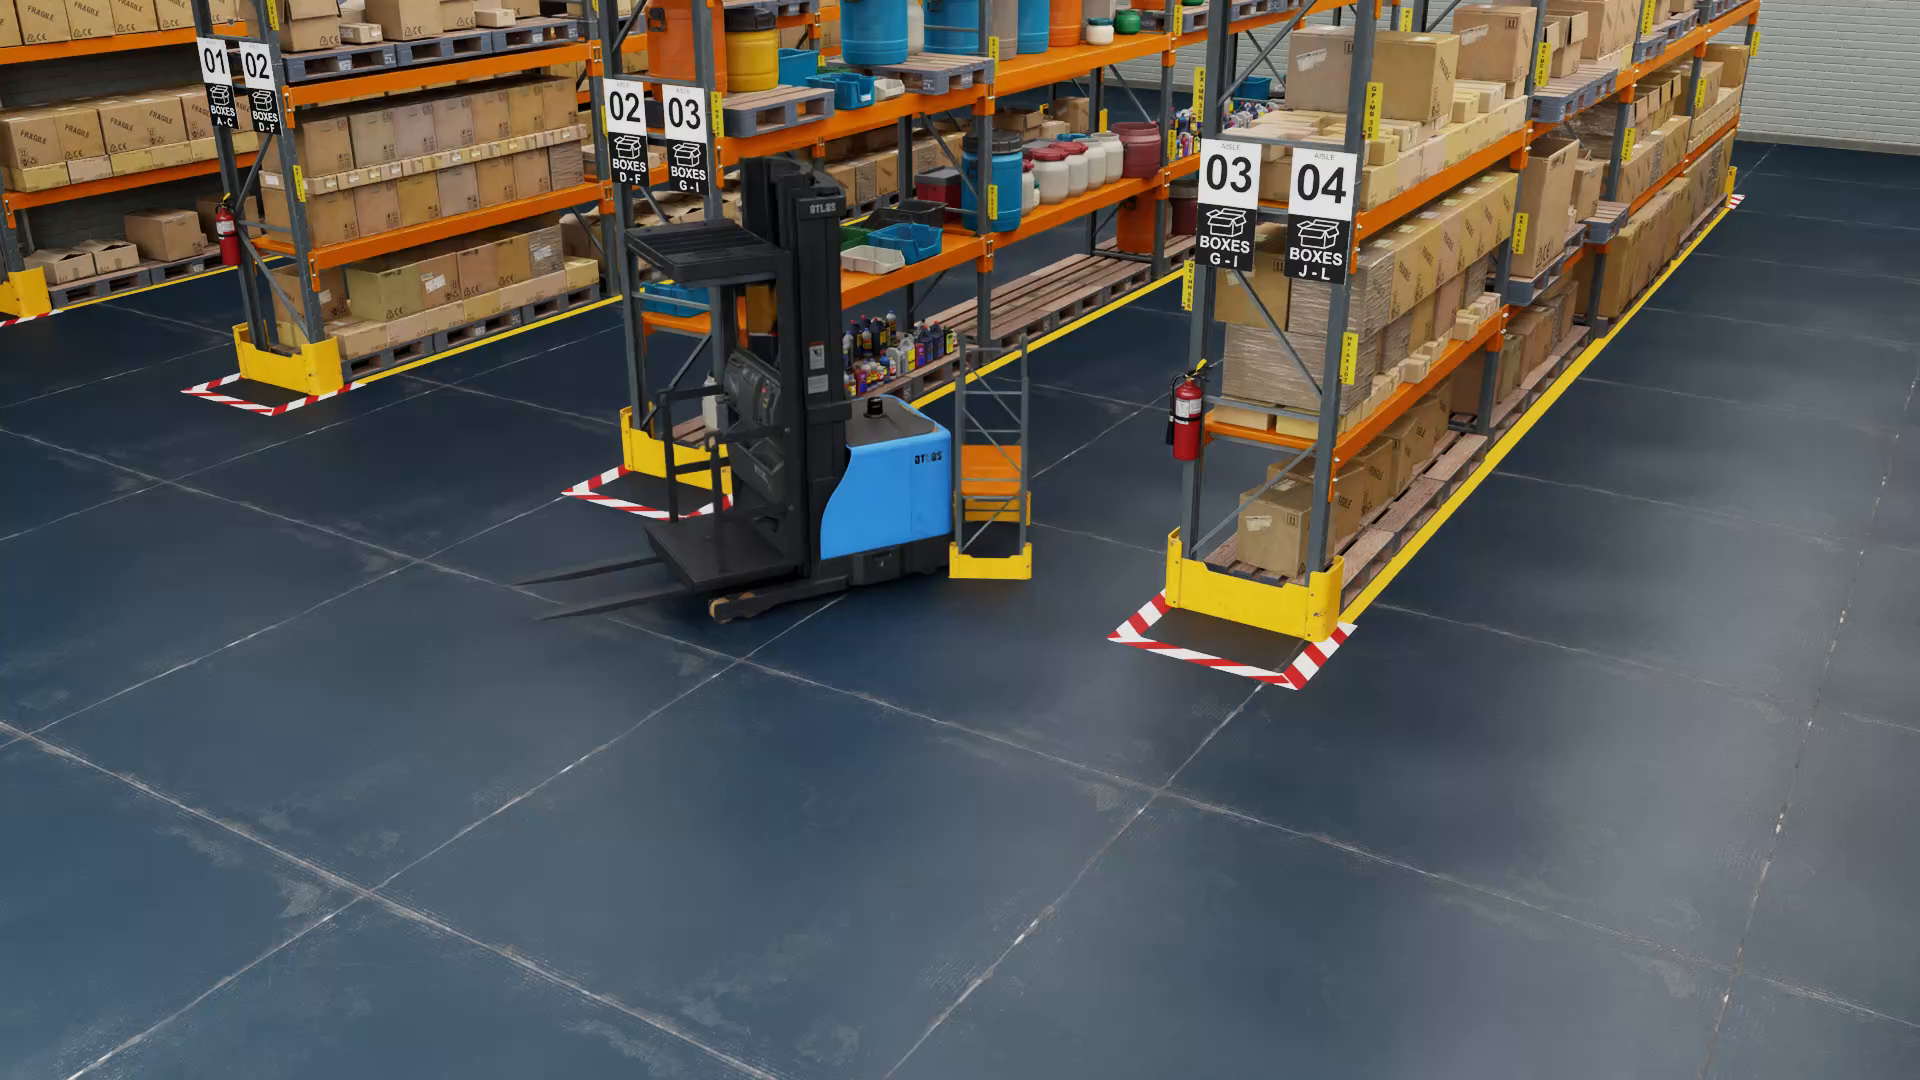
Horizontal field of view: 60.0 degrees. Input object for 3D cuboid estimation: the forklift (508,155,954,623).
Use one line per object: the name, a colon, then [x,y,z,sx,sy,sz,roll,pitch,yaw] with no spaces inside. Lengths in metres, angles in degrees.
forklift: [-1.594,-1.020,11.251,3.031,2.935,1.130,-12,26,-25]

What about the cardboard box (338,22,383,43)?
cardboard box: [-5.695,-4.798,15.730,0.380,0.149,0.250,14,27,29]

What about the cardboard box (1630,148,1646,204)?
cardboard box: [6.926,-3.870,17.625,0.500,0.500,0.500,13,27,28]

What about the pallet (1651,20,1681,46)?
pallet: [7.051,-5.439,17.837,1.003,0.211,1.213,15,28,31]

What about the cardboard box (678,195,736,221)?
cardboard box: [-3.116,-4.065,20.426,0.500,0.311,0.500,15,27,30]

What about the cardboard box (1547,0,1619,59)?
cardboard box: [5.594,-4.642,15.002,0.500,0.500,0.500,14,27,30]

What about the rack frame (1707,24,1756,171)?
rack frame: [10.389,-6.243,23.231,1.000,3.000,0.127,14,27,29]

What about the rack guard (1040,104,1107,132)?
rack guard: [1.935,-7.148,28.467,1.175,0.500,0.348,14,27,29]

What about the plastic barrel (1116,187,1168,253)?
plastic barrel: [2.204,-3.946,20.129,0.600,0.830,0.708,14,27,29]

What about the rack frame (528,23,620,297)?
rack frame: [-4.355,-4.270,18.674,1.000,3.000,0.127,14,27,29]

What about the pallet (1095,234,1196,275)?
pallet: [2.341,-3.576,20.580,1.003,0.211,1.213,14,27,29]

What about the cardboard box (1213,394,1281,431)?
cardboard box: [1.924,-0.867,11.129,0.380,0.149,0.250,14,27,29]

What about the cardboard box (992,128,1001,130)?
cardboard box: [0.320,-6.443,26.524,0.500,0.311,0.500,14,27,29]

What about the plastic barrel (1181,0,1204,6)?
plastic barrel: [2.715,-6.388,19.458,0.294,0.245,0.294,0,23,0]

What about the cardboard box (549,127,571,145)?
cardboard box: [-4.449,-4.394,18.018,0.380,0.149,0.250,13,27,28]

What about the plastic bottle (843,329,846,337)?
plastic bottle: [-1.149,-1.890,16.041,0.061,0.283,0.133,15,28,31]

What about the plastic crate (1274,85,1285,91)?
plastic crate: [4.734,-6.488,24.054,0.293,0.136,0.466,14,27,29]

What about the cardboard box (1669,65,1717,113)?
cardboard box: [9.015,-5.577,20.564,0.500,0.500,0.500,14,27,29]

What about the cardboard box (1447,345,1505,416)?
cardboard box: [4.401,-1.450,14.753,0.700,0.500,0.500,12,26,25]

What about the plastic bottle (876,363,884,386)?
plastic bottle: [-0.752,-1.528,15.308,0.097,0.201,0.097,0,23,0]

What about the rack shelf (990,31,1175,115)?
rack shelf: [0.906,-4.952,17.379,1.077,0.370,4.000,14,27,29]

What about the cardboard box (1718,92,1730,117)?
cardboard box: [9.822,-5.749,21.903,0.500,0.250,0.500,13,27,27]

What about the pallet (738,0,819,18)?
pallet: [-2.527,-6.662,20.662,1.213,0.211,1.003,15,28,31]

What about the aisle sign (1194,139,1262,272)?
aisle sign: [1.661,-2.078,10.337,0.394,0.787,0.004,14,27,29]

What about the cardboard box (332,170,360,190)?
cardboard box: [-5.938,-3.441,15.815,0.380,0.149,0.250,13,27,28]

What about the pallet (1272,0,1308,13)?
pallet: [3.740,-6.936,21.293,1.213,0.211,1.003,14,27,29]

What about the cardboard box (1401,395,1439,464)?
cardboard box: [3.518,-0.917,13.546,0.500,0.500,0.500,-18,29,-36]

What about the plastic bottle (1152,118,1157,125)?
plastic bottle: [2.415,-5.139,20.828,0.061,0.283,0.133,14,27,29]

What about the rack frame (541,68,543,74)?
rack frame: [-6.456,-6.657,24.187,1.000,3.000,0.127,14,27,29]

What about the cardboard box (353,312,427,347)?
cardboard box: [-5.733,-2.155,16.720,0.500,0.250,0.500,14,27,29]

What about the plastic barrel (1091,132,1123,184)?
plastic barrel: [1.600,-4.240,18.464,0.421,0.512,0.421,0,23,0]

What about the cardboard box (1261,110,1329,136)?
cardboard box: [2.230,-2.761,11.099,0.380,0.149,0.250,14,27,29]

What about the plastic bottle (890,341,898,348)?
plastic bottle: [-0.616,-1.747,15.712,0.061,0.283,0.133,14,27,29]

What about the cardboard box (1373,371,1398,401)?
cardboard box: [2.847,-1.107,11.683,0.380,0.149,0.250,14,27,29]

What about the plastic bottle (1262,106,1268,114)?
plastic bottle: [3.945,-5.550,21.786,0.152,0.276,0.135,14,27,29]

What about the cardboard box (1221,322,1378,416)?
cardboard box: [2.262,-1.205,11.093,0.875,0.500,0.500,14,27,29]

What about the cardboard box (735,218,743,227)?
cardboard box: [-2.852,-3.979,20.933,0.500,0.250,0.500,15,27,30]

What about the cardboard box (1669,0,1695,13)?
cardboard box: [7.981,-6.310,18.956,0.700,0.500,0.500,15,27,30]

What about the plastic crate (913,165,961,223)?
plastic crate: [-0.154,-3.488,16.786,0.402,0.464,0.583,14,27,29]

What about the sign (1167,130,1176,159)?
sign: [2.432,-4.543,19.098,0.100,0.325,0.005,14,27,29]

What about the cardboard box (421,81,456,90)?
cardboard box: [-7.333,-6.319,22.727,0.700,0.500,0.500,14,27,29]

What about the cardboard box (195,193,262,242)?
cardboard box: [-9.079,-4.003,20.650,0.500,0.500,0.500,12,26,25]

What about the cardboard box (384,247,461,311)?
cardboard box: [-5.478,-2.670,16.966,0.500,0.500,0.500,14,27,29]

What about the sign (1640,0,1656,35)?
sign: [6.629,-5.042,16.031,0.100,0.325,0.005,14,27,29]

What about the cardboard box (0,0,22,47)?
cardboard box: [-10.287,-5.449,17.470,0.500,0.500,0.500,15,27,30]

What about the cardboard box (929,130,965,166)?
cardboard box: [-0.152,-5.798,24.797,0.500,0.500,0.500,14,27,29]

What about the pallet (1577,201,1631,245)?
pallet: [5.883,-3.192,16.425,1.213,0.211,1.003,14,27,29]

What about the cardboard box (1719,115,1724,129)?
cardboard box: [9.807,-5.506,21.845,0.380,0.149,0.250,14,27,29]

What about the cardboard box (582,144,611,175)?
cardboard box: [-4.133,-4.377,19.109,0.500,0.250,0.500,16,28,32]

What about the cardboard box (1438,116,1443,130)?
cardboard box: [3.098,-2.904,11.429,0.380,0.149,0.250,14,27,28]

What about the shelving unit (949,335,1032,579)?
shelving unit: [0.234,-0.623,12.138,0.587,1.500,1.083,1,23,2]

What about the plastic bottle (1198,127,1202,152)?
plastic bottle: [2.939,-4.875,20.219,0.061,0.283,0.133,14,27,29]

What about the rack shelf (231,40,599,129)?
rack shelf: [-5.410,-4.642,16.662,1.077,0.370,4.000,14,27,29]

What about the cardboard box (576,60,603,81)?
cardboard box: [-5.698,-7.134,24.763,0.500,0.500,0.500,15,28,31]

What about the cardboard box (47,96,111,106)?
cardboard box: [-10.065,-4.788,19.090,0.500,0.500,0.500,13,27,28]
